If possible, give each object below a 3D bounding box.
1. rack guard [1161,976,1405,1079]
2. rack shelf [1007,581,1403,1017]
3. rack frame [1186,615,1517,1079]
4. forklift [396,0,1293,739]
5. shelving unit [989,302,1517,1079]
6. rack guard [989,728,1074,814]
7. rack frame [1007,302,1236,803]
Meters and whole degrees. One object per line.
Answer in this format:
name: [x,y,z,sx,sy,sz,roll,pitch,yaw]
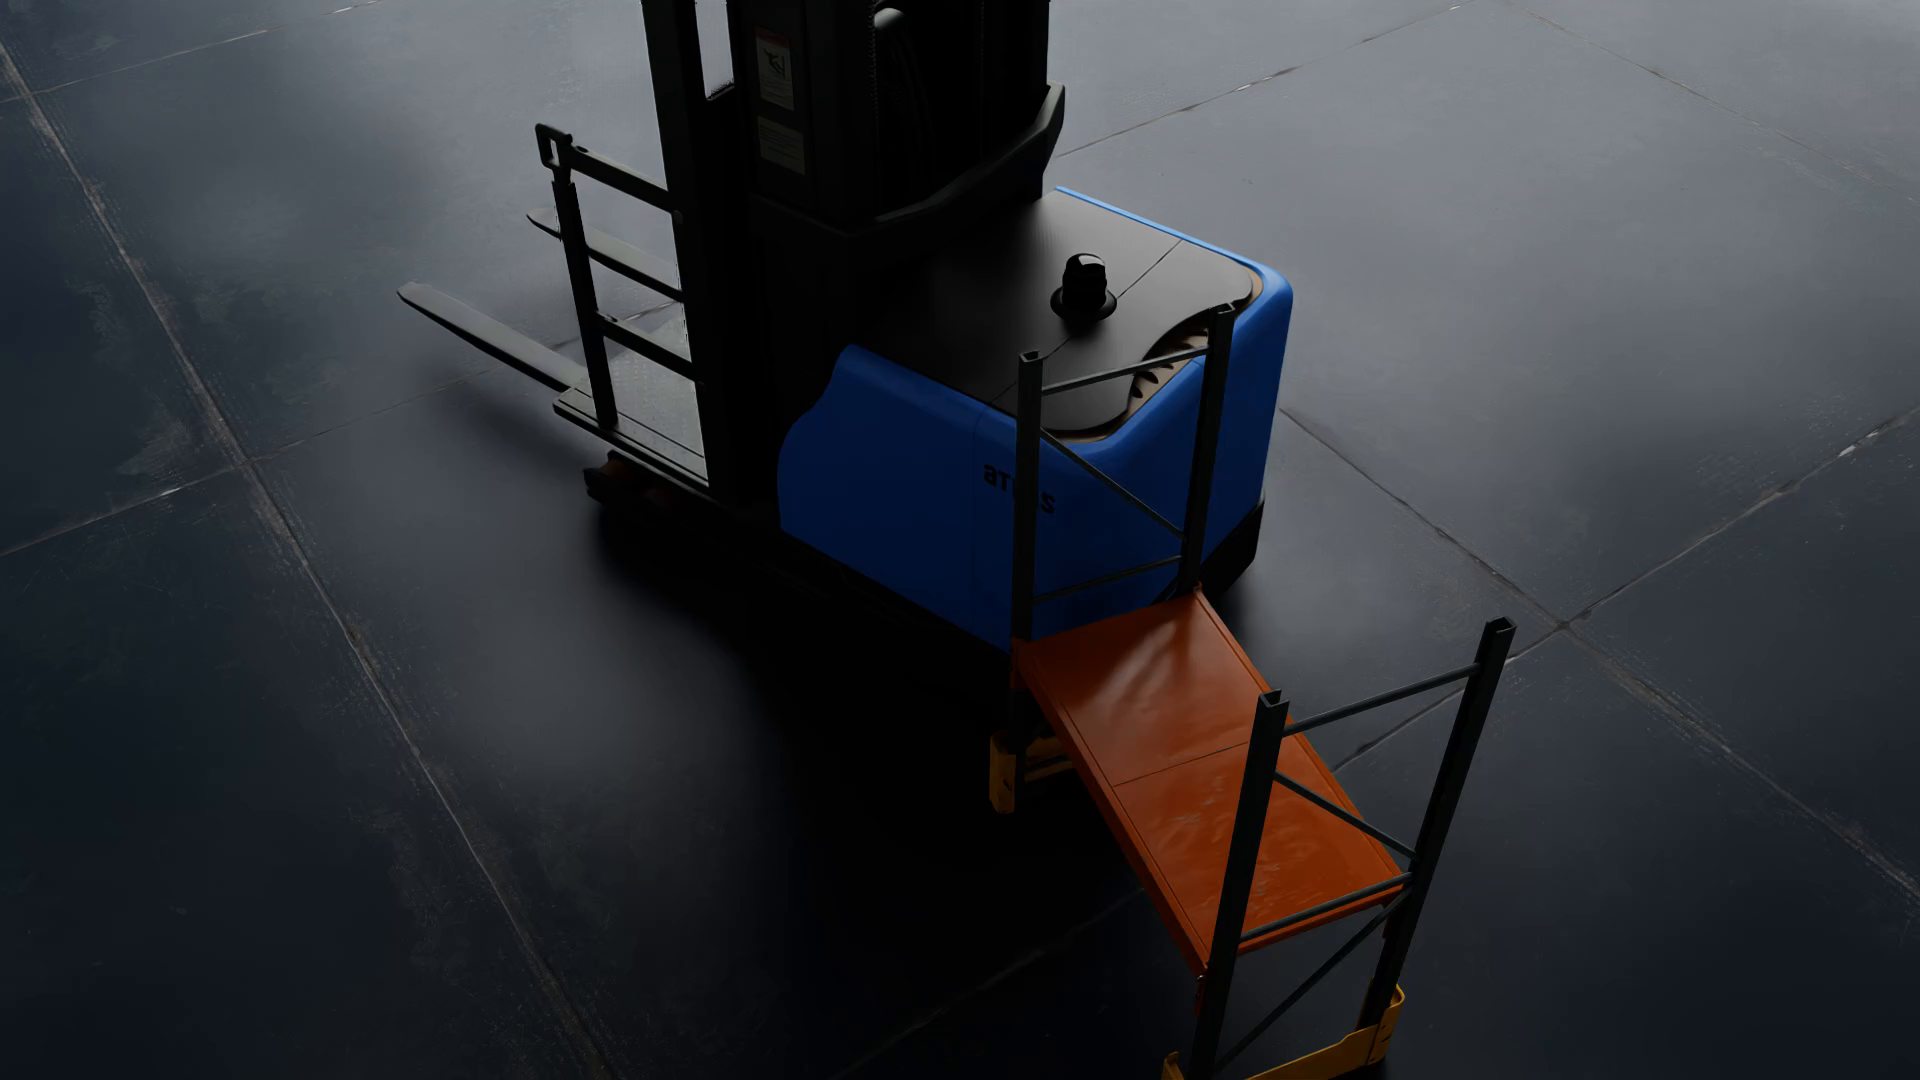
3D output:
rack guard: [0.734,1.189,3.824,0.587,0.250,0.087,-16,46,-16]
rack shelf: [0.551,0.554,3.844,0.538,0.185,1.000,-16,46,-16]
rack frame: [0.741,0.749,3.379,0.500,1.500,0.032,-16,46,-16]
forklift: [-0.574,-1.334,4.525,3.031,2.935,1.130,27,50,26]
shelving unit: [0.547,0.418,3.726,0.587,1.500,1.083,-16,46,-16]
rack guard: [0.361,0.551,4.492,0.587,0.250,0.087,-16,46,-16]
rack frame: [0.361,0.098,4.061,0.500,1.500,0.032,-16,46,-16]
